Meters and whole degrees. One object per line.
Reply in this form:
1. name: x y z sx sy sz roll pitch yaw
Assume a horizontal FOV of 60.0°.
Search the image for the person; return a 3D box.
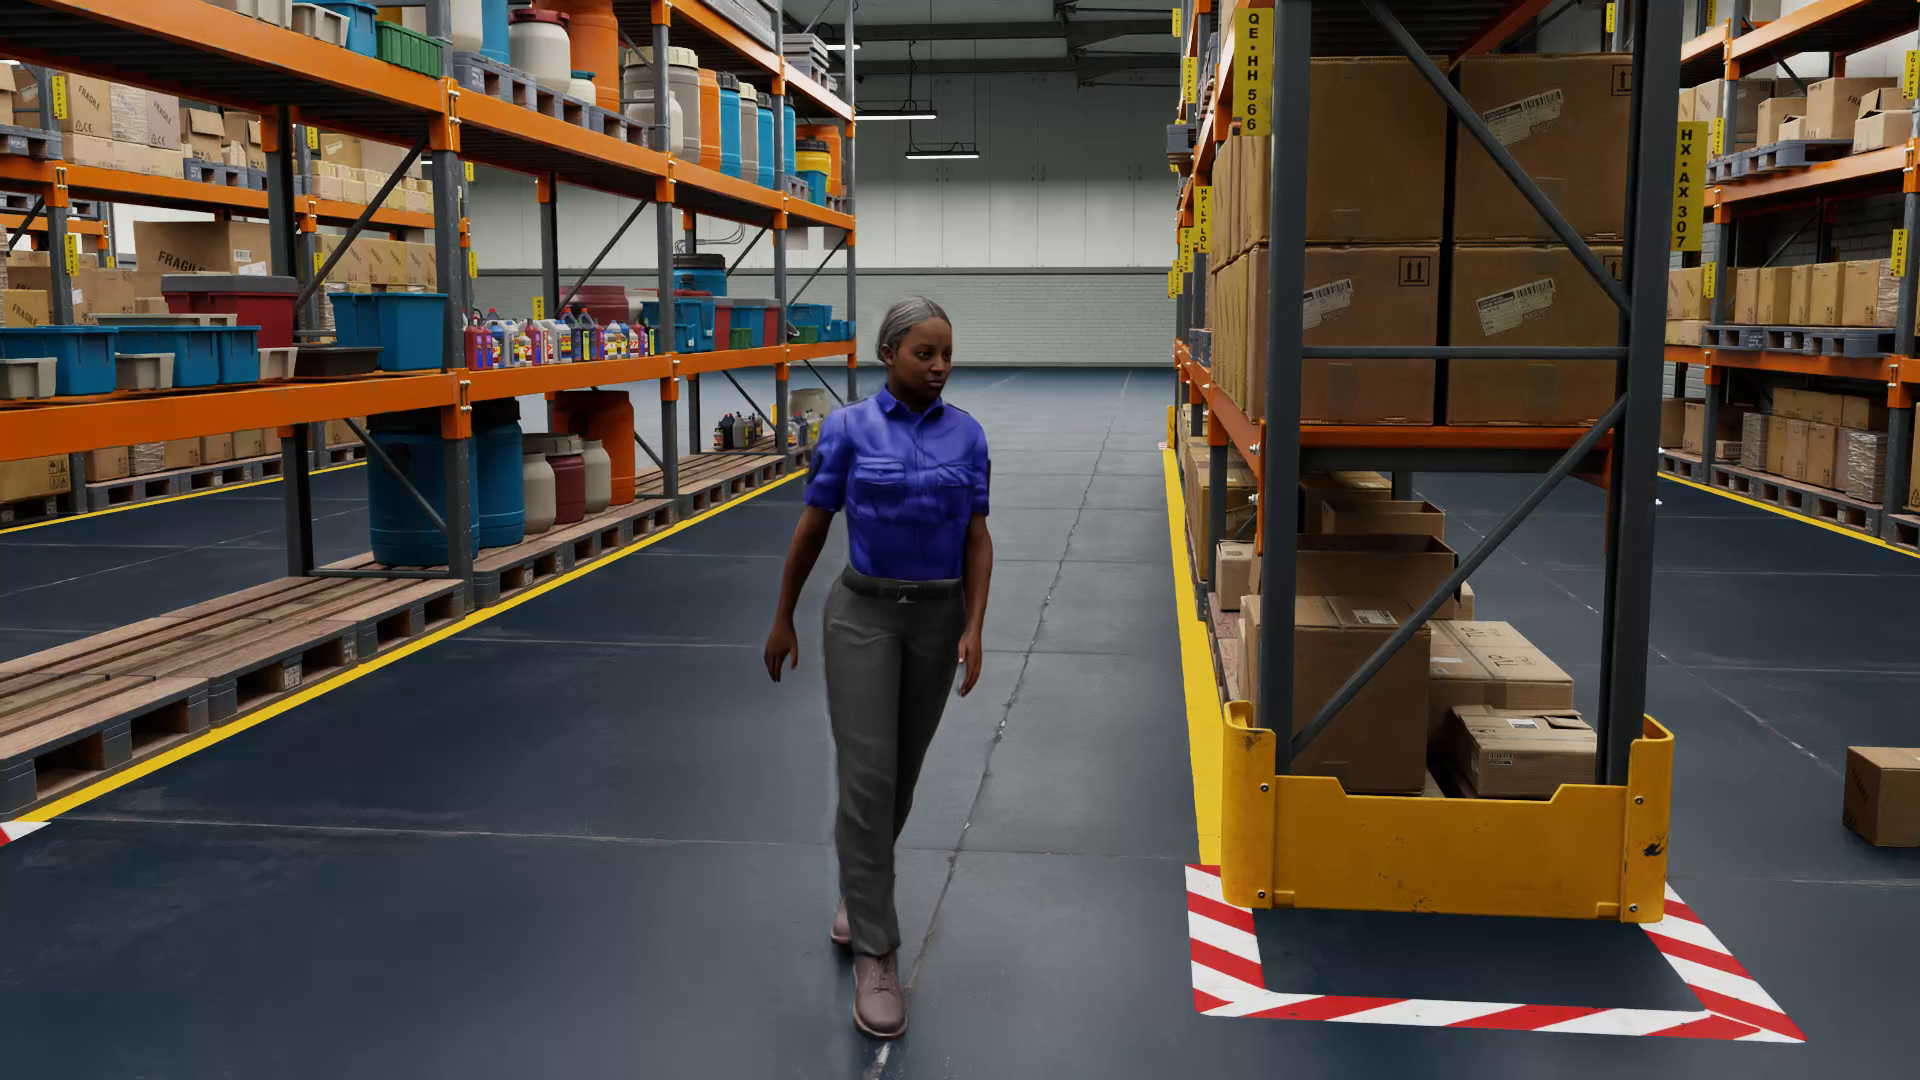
1. person: -0.151 0.245 4.002 0.539 1.652 0.774 -3 8 -20
